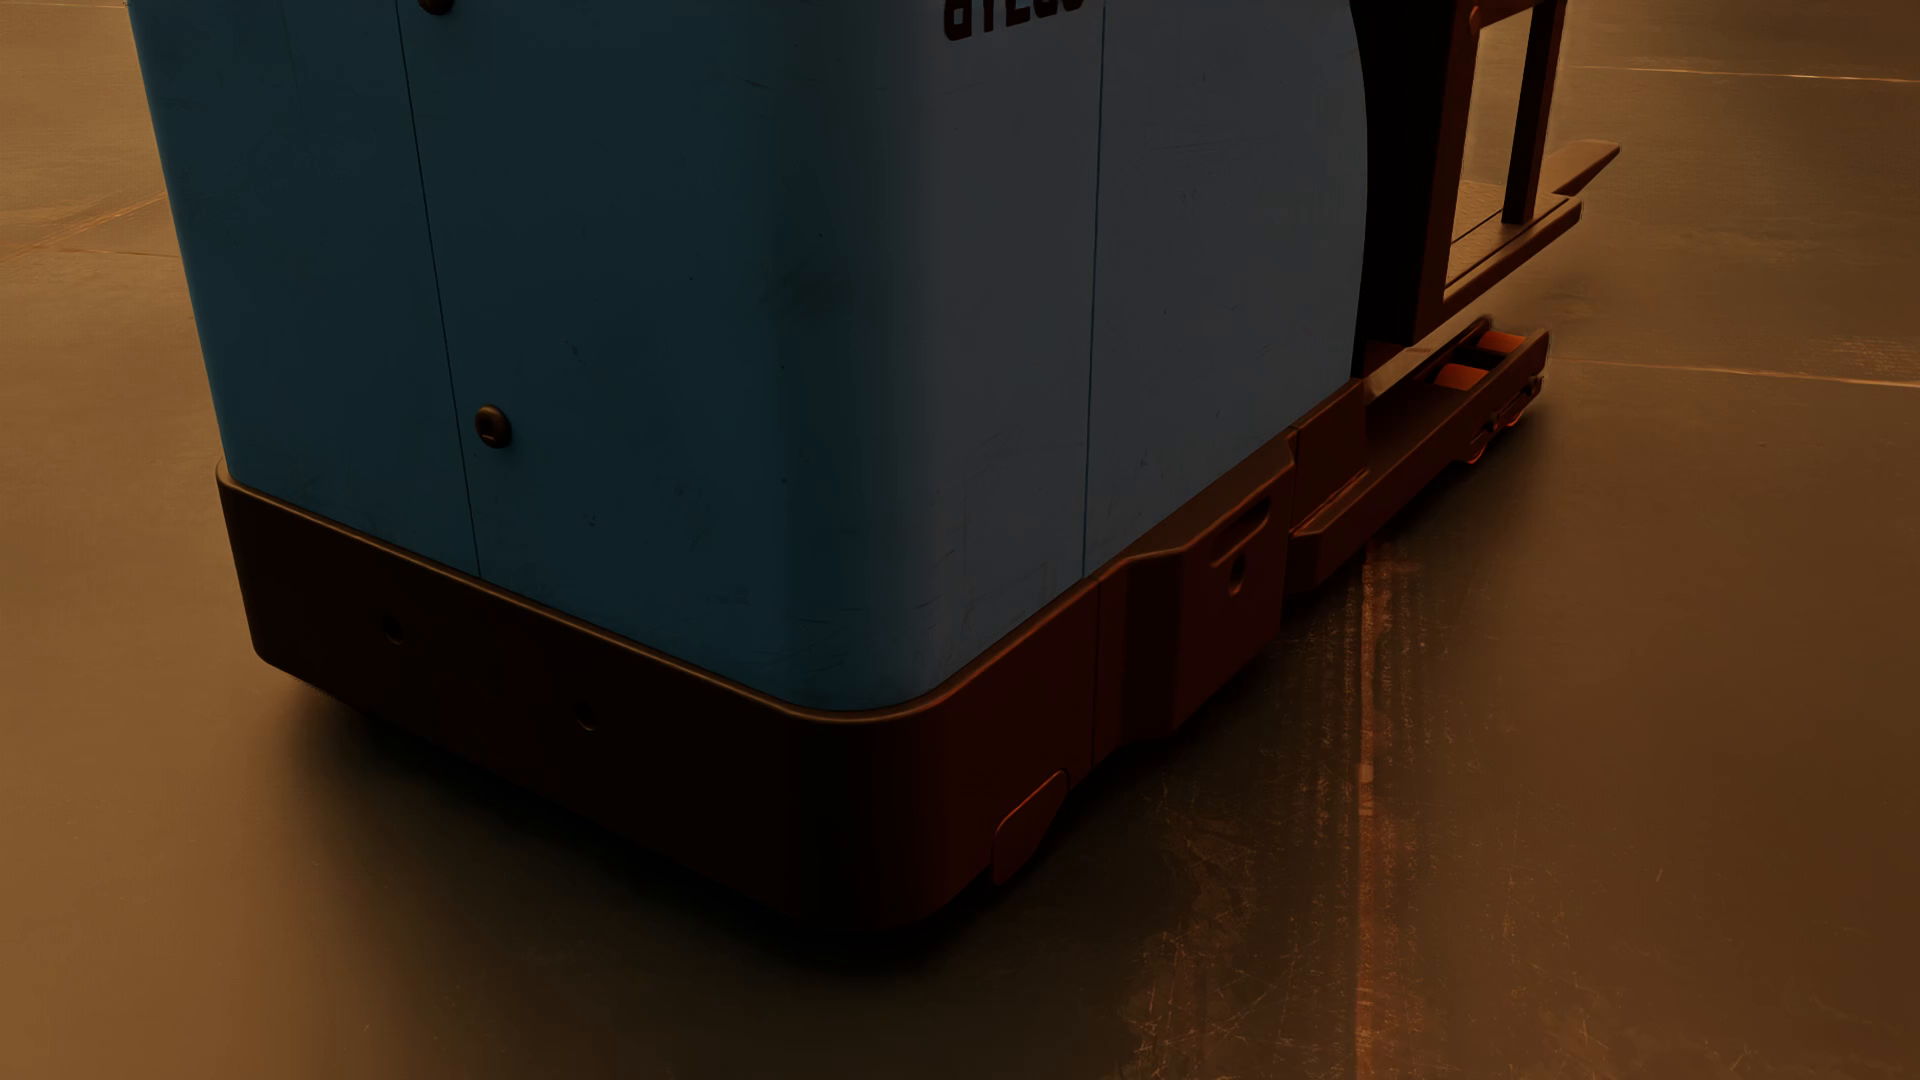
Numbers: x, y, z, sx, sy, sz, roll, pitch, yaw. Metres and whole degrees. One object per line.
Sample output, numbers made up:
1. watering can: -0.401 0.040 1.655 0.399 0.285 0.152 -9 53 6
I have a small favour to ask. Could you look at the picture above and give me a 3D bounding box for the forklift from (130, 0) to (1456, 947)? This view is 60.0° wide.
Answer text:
1. forklift: 0.229 -1.564 2.345 1.130 2.935 3.031 11 29 20
